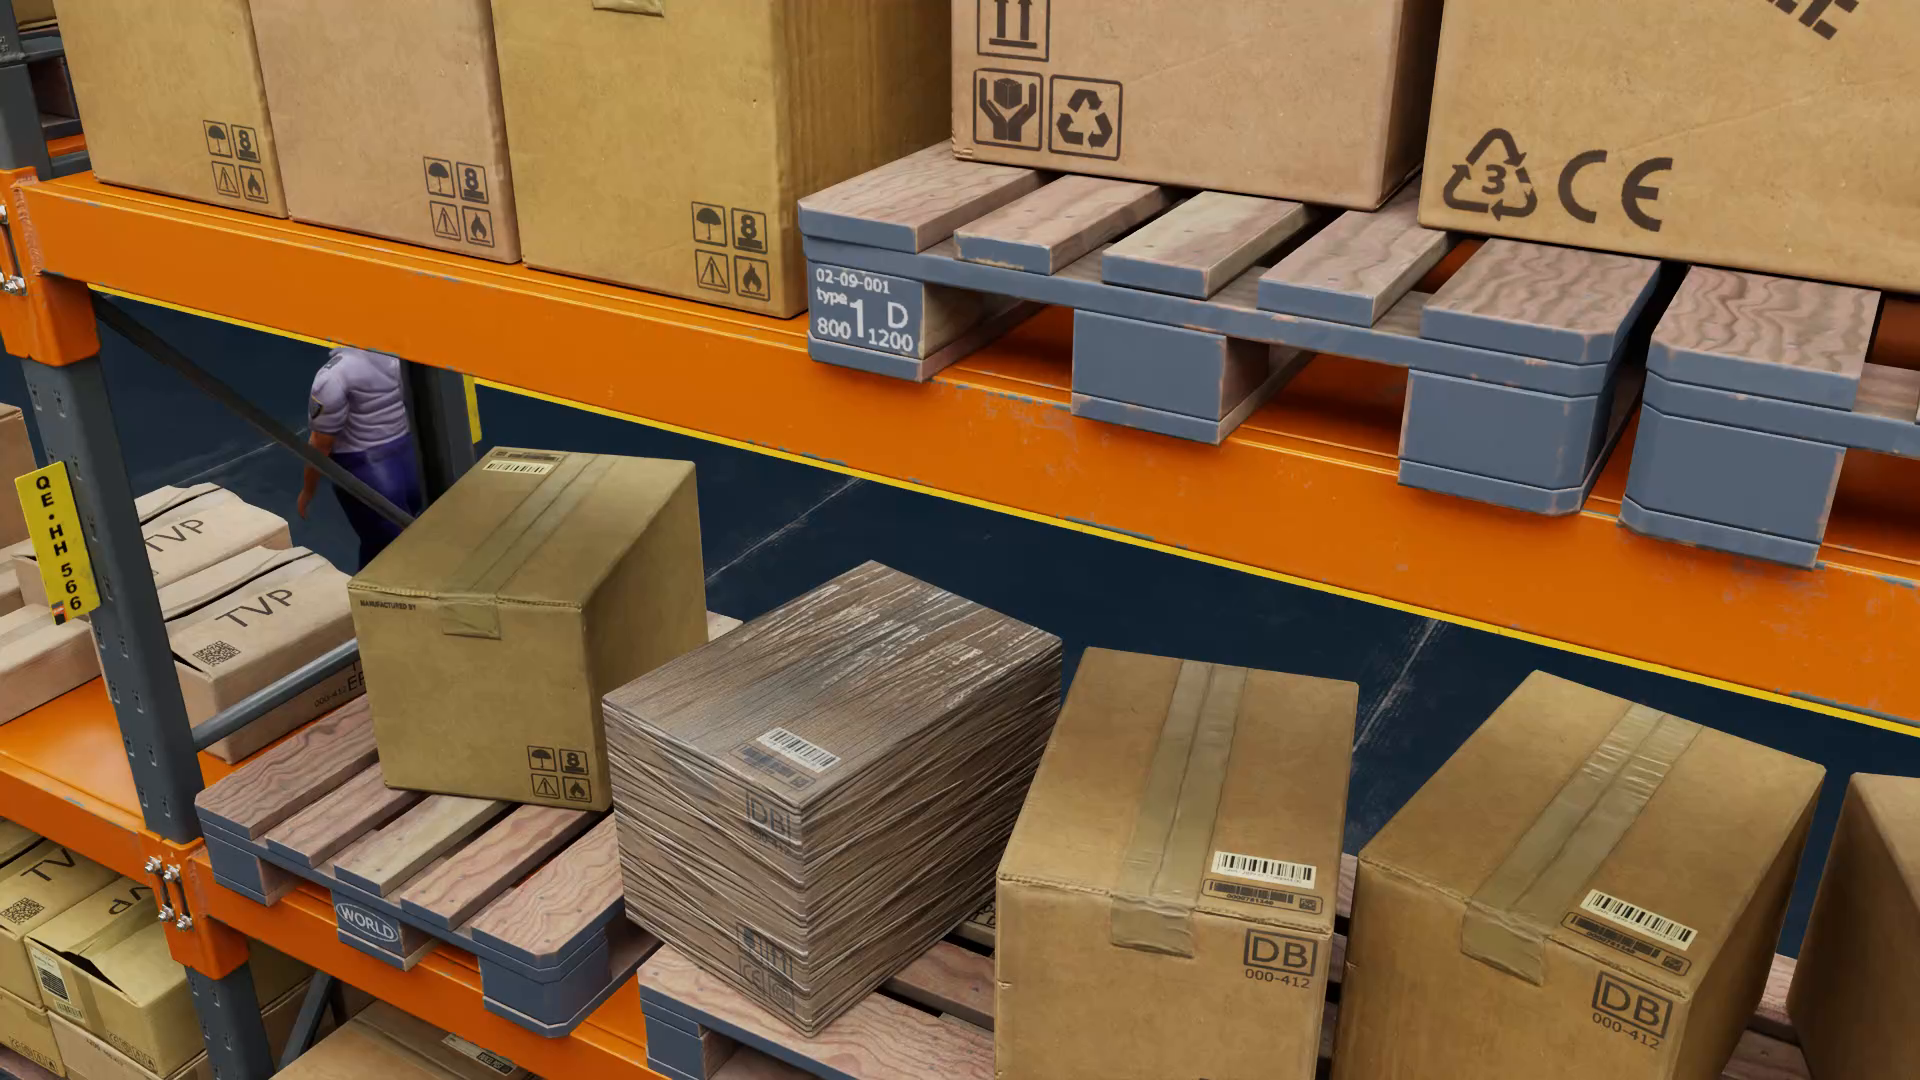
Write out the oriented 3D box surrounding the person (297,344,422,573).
[{"bbox_3d":[-2.335,-0.246,6.638,1.024,1.576,0.524,13,29,24],"label":"person"}]
